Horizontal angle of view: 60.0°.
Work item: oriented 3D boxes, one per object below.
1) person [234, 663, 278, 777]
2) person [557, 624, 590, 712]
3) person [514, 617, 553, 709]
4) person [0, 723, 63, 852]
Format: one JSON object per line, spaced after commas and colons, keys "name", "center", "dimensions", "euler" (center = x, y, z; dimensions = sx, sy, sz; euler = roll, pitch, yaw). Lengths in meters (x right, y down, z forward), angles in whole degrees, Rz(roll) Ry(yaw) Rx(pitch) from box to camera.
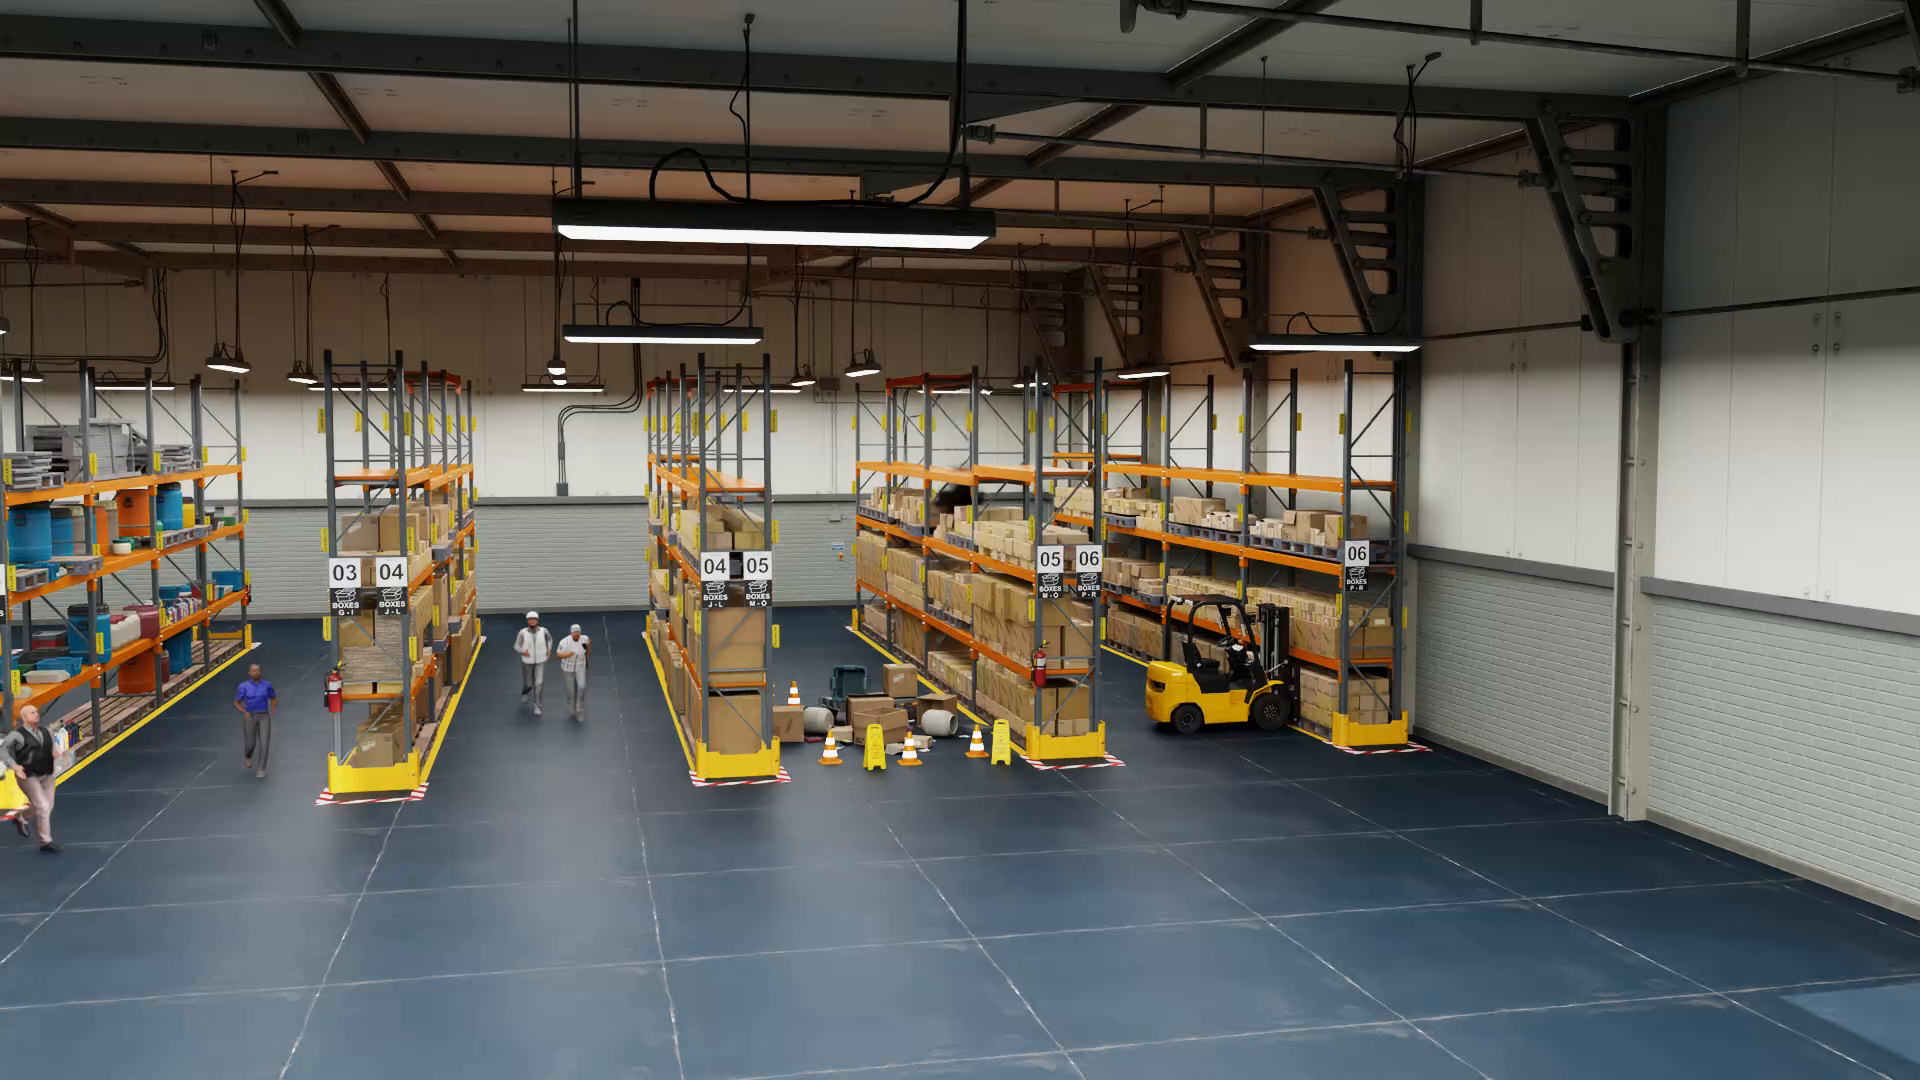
{"name": "person", "center": [-10.009, 2.551, 23.684], "dimensions": [0.575, 1.604, 0.595], "euler": [-2, 5, -32]}
{"name": "person", "center": [-6.564, 2.140, 28.241], "dimensions": [0.570, 1.485, 0.832], "euler": [-1, 4, -17]}
{"name": "person", "center": [-7.412, 2.103, 28.942], "dimensions": [0.670, 1.645, 0.794], "euler": [-1, 4, -19]}
{"name": "person", "center": [-10.915, 2.892, 19.582], "dimensions": [0.876, 1.495, 0.669], "euler": [1, 4, 20]}
